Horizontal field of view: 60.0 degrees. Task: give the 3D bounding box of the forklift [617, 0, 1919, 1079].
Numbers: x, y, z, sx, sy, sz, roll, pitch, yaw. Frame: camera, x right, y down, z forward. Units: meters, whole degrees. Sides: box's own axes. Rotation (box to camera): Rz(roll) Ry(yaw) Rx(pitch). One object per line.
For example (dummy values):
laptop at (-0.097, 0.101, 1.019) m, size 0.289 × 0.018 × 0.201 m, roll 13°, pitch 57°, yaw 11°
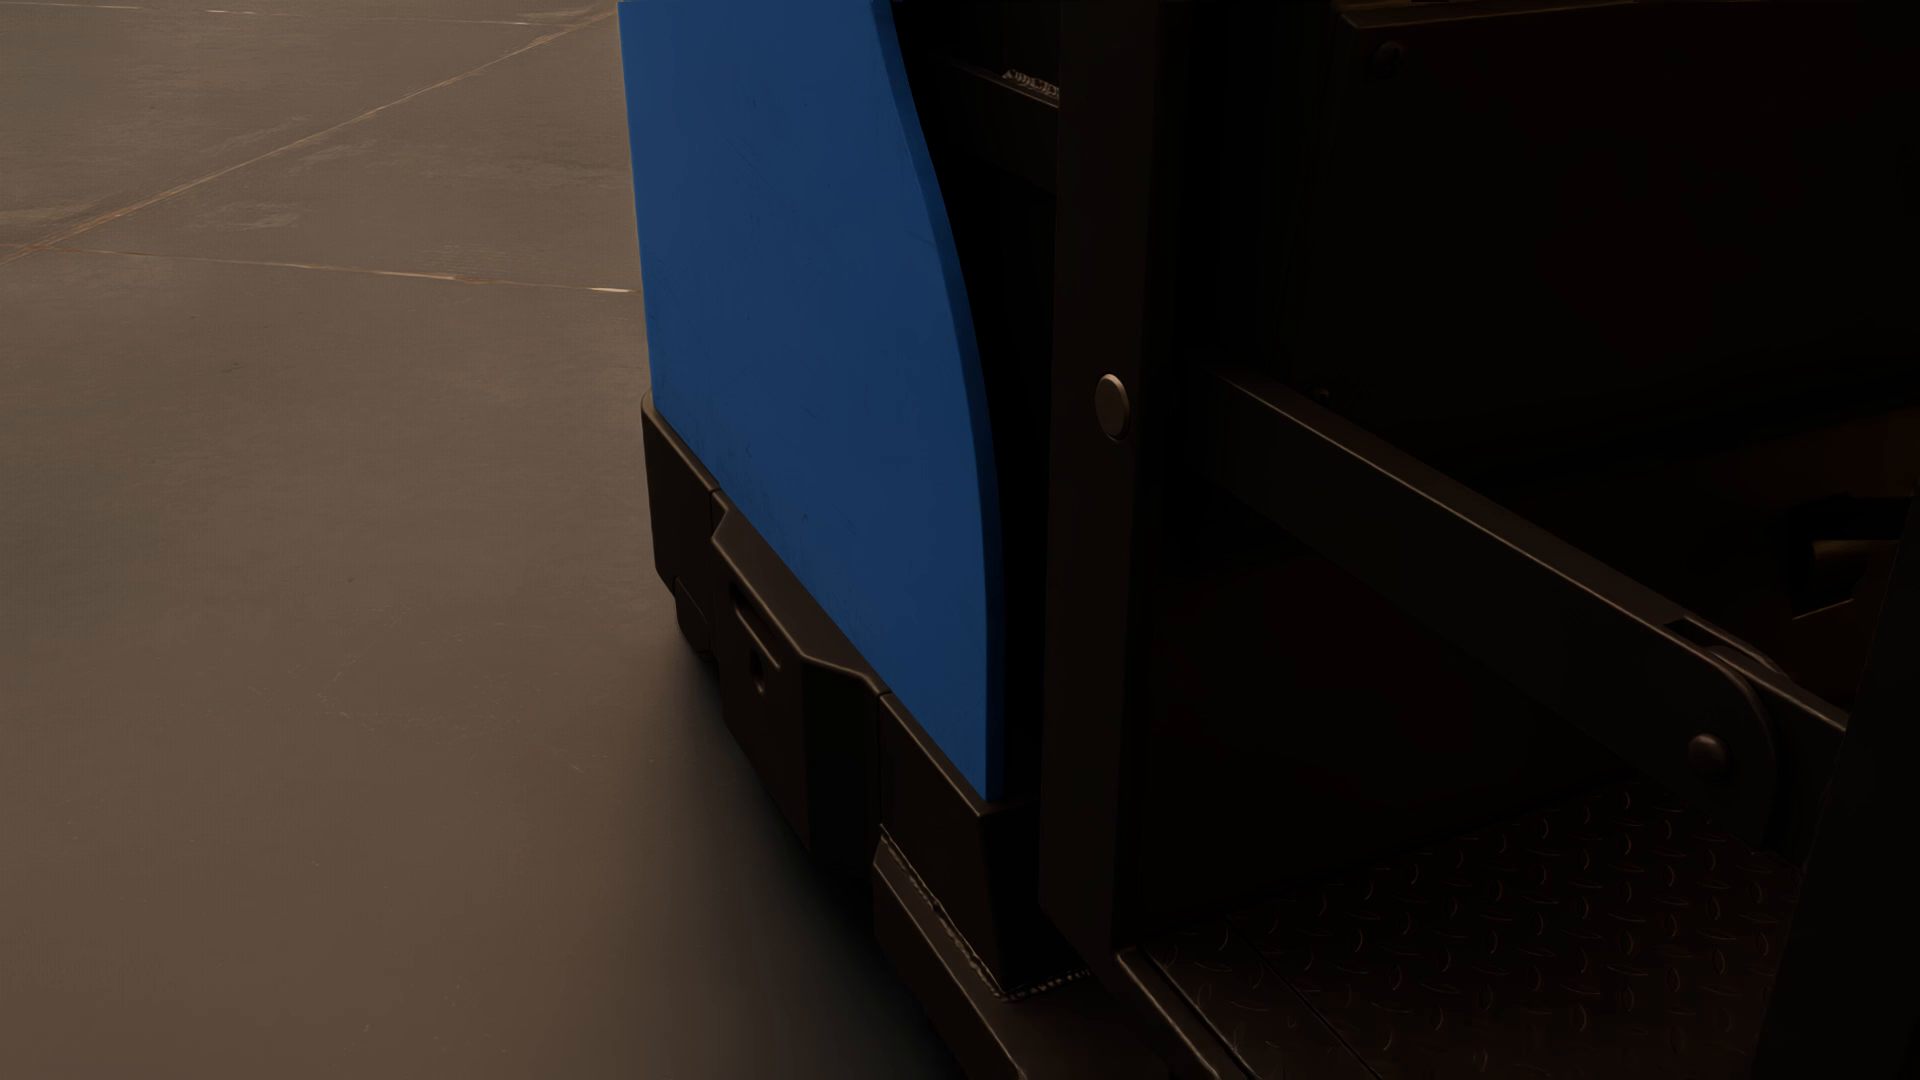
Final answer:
forklift at (0.679, -0.729, 0.691) m, size 1.130 × 2.935 × 3.031 m, roll -12°, pitch 29°, yaw -23°
